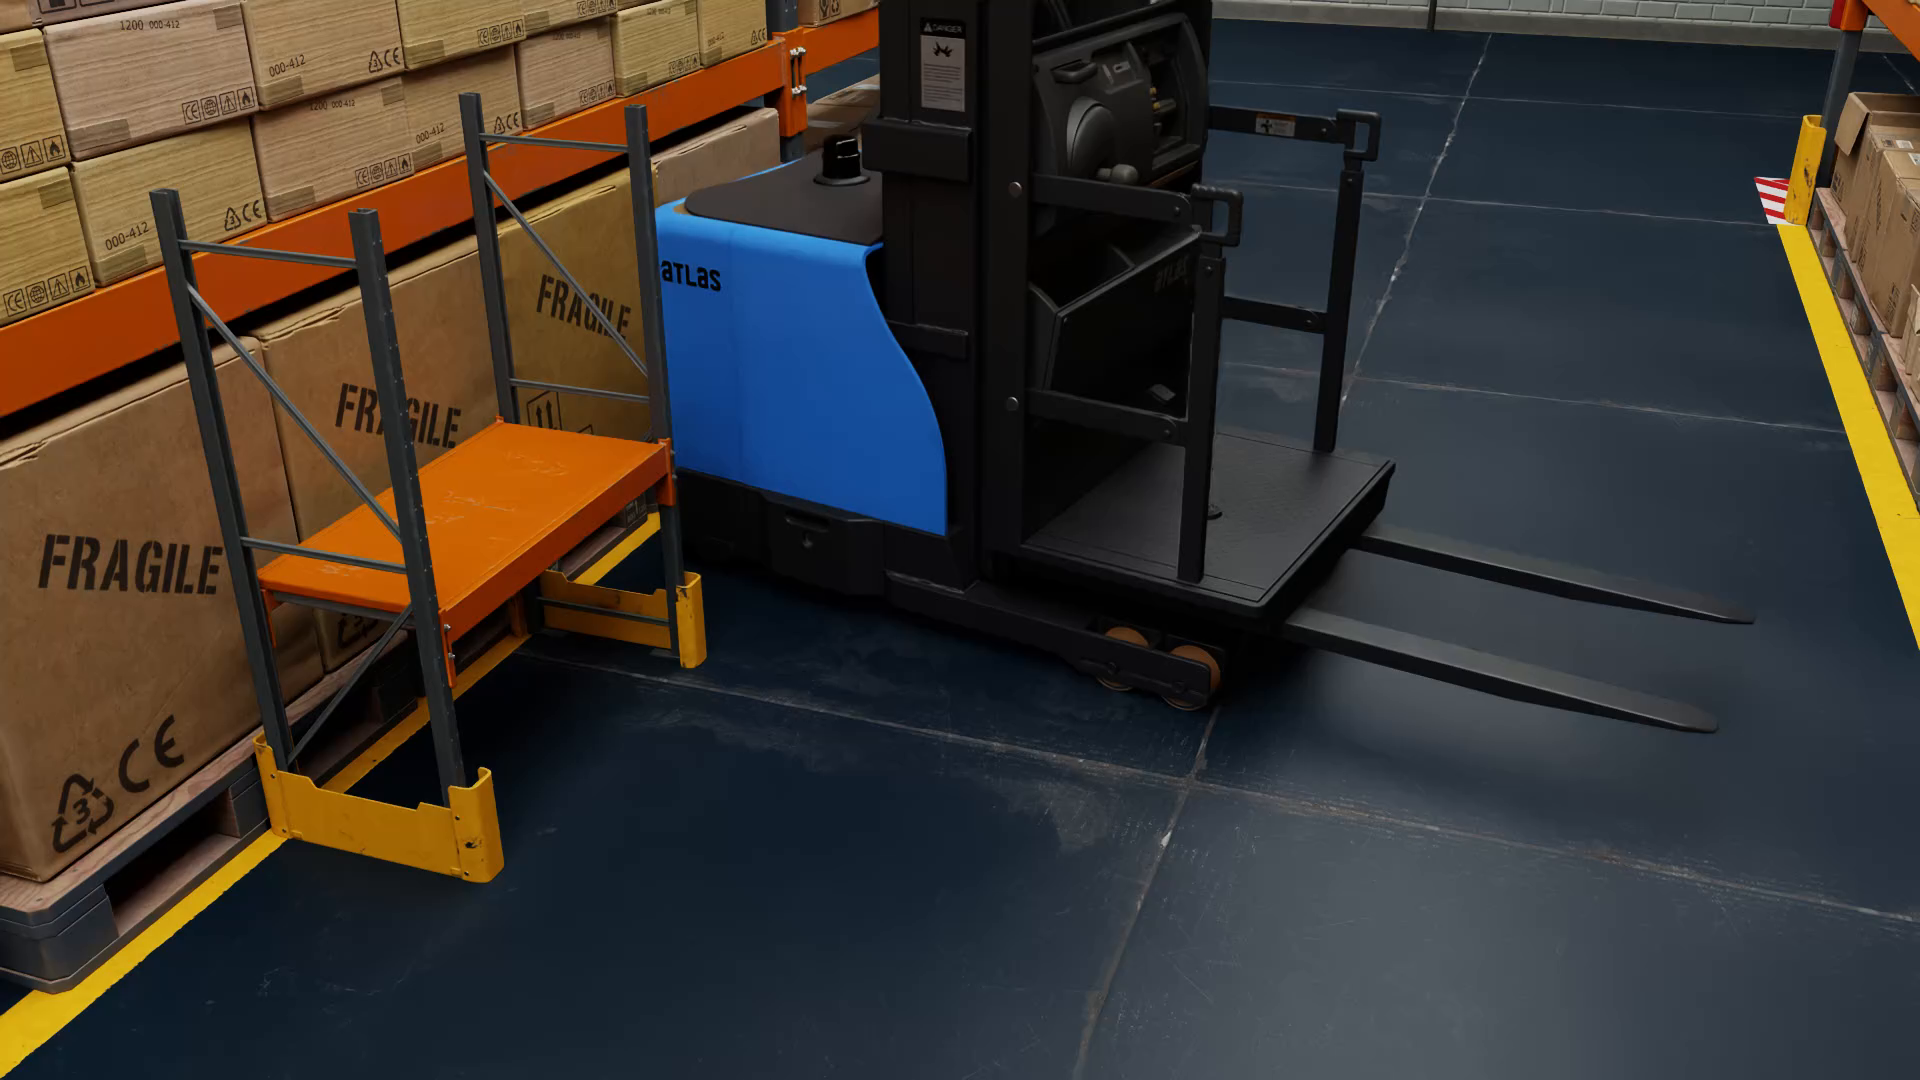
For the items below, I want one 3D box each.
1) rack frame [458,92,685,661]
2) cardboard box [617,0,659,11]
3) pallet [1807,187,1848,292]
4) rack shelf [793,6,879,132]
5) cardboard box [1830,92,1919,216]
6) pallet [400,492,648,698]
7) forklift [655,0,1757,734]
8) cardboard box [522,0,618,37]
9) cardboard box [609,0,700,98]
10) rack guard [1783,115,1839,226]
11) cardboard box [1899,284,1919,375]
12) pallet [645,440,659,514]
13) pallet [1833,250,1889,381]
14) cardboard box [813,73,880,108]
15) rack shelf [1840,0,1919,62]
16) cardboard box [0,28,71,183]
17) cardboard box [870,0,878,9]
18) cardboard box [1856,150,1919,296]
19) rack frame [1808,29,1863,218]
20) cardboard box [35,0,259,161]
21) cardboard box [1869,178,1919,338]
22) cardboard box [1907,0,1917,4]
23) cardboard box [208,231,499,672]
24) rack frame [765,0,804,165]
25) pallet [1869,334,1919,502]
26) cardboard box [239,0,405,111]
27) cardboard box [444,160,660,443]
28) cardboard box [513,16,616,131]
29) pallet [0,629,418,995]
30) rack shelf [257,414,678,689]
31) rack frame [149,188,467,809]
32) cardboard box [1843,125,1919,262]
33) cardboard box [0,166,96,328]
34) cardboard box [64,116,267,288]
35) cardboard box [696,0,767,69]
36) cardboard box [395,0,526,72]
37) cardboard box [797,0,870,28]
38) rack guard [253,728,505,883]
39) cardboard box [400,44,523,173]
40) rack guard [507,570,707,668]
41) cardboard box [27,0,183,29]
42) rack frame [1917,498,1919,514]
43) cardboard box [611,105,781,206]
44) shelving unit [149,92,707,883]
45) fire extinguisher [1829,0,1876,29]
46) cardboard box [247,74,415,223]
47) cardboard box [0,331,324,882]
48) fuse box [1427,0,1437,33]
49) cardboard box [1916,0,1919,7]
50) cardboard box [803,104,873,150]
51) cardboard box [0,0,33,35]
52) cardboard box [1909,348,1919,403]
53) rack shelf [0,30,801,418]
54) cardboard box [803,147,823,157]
[{"bbox_3d":[-0.982,-0.382,4.318,0.500,1.500,0.032,9,27,17],"label":"rack frame"},{"bbox_3d":[-1.158,-1.814,5.153,0.500,0.250,0.500,9,27,19],"label":"cardboard box"},{"bbox_3d":[4.642,-1.391,7.880,1.003,0.211,1.213,9,27,17],"label":"pallet"},{"bbox_3d":[-0.416,-2.577,7.957,1.077,0.370,4.000,9,27,17],"label":"rack shelf"},{"bbox_3d":[4.639,-1.833,7.976,0.797,0.503,0.637,8,27,15],"label":"cardboard box"},{"bbox_3d":[-1.672,0.007,4.994,1.003,0.211,1.213,9,27,17],"label":"pallet"},{"bbox_3d":[0.609,-1.139,4.240,3.031,2.935,1.130,15,29,27],"label":"forklift"},{"bbox_3d":[-1.325,-1.600,4.711,0.500,0.250,0.500,9,27,19],"label":"cardboard box"},{"bbox_3d":[-1.164,-1.582,5.247,0.500,0.250,0.500,8,27,17],"label":"cardboard box"},{"bbox_3d":[4.906,-1.849,8.494,1.175,0.500,0.348,9,27,17],"label":"rack guard"},{"bbox_3d":[3.628,-0.738,5.987,0.396,0.266,0.258,10,27,19],"label":"cardboard box"},{"bbox_3d":[-1.267,-0.496,6.033,1.003,0.211,1.213,9,27,17],"label":"pallet"},{"bbox_3d":[4.234,-0.891,6.848,1.003,0.211,1.213,9,27,17],"label":"pallet"},{"bbox_3d":[-0.172,-2.096,8.595,0.875,0.438,0.875,9,27,19],"label":"cardboard box"},{"bbox_3d":[4.266,-1.859,6.473,1.077,0.370,4.000,9,27,17],"label":"rack shelf"},{"bbox_3d":[-2.011,-0.765,2.987,0.500,0.250,0.500,9,27,17],"label":"cardboard box"},{"bbox_3d":[-0.507,-2.485,6.826,0.500,0.500,0.500,9,27,18],"label":"cardboard box"},{"bbox_3d":[4.047,-1.283,6.844,0.500,0.500,0.500,9,27,18],"label":"cardboard box"},{"bbox_3d":[4.932,-3.005,8.014,1.000,3.000,0.127,9,27,17],"label":"rack frame"},{"bbox_3d":[-1.838,-0.978,3.426,0.500,0.250,0.500,9,27,19],"label":"cardboard box"},{"bbox_3d":[3.972,-1.059,6.381,0.700,0.500,0.500,8,27,15],"label":"cardboard box"},{"bbox_3d":[4.088,-2.274,6.793,0.380,0.149,0.250,8,27,16],"label":"cardboard box"},{"bbox_3d":[-1.804,-0.306,4.396,0.875,0.875,0.875,9,27,18],"label":"cardboard box"},{"bbox_3d":[-1.082,-2.079,6.102,1.000,3.000,0.127,9,27,17],"label":"rack frame"},{"bbox_3d":[3.830,-0.388,5.809,1.003,0.211,1.213,9,27,17],"label":"pallet"},{"bbox_3d":[-1.661,-1.181,3.845,0.500,0.250,0.500,9,27,17],"label":"cardboard box"},{"bbox_3d":[-1.506,-0.673,5.155,0.875,0.875,0.875,10,27,19],"label":"cardboard box"},{"bbox_3d":[-1.350,-1.377,4.824,0.500,0.250,0.500,8,27,16],"label":"cardboard box"},{"bbox_3d":[-2.079,0.507,3.962,1.003,0.211,1.213,9,27,17],"label":"pallet"},{"bbox_3d":[-1.149,-0.011,3.964,0.538,0.185,1.000,9,27,17],"label":"rack shelf"},{"bbox_3d":[-1.315,0.037,3.453,0.500,1.500,0.032,9,27,17],"label":"rack frame"},{"bbox_3d":[4.317,-1.485,7.263,0.700,0.500,0.500,10,28,20],"label":"cardboard box"},{"bbox_3d":[-2.013,-0.533,3.080,0.500,0.250,0.500,8,27,17],"label":"cardboard box"},{"bbox_3d":[-1.858,-0.746,3.521,0.500,0.250,0.500,8,27,16],"label":"cardboard box"},{"bbox_3d":[-0.993,-1.791,5.679,0.500,0.250,0.500,8,27,16],"label":"cardboard box"},{"bbox_3d":[-1.479,-1.387,4.271,0.500,0.250,0.500,9,27,18],"label":"cardboard box"},{"bbox_3d":[-0.678,-2.279,6.401,0.500,0.500,0.500,10,27,19],"label":"cardboard box"},{"bbox_3d":[-1.309,0.591,3.742,0.587,0.250,0.087,9,27,17],"label":"rack guard"},{"bbox_3d":[-1.517,-1.164,4.385,0.500,0.250,0.500,9,27,17],"label":"cardboard box"},{"bbox_3d":[-0.983,0.181,4.589,0.587,0.250,0.087,9,27,17],"label":"rack guard"},{"bbox_3d":[-1.862,-1.303,3.237,0.500,0.500,0.500,9,27,18],"label":"cardboard box"},{"bbox_3d":[3.600,-1.361,4.619,1.000,3.000,0.127,9,27,17],"label":"rack frame"},{"bbox_3d":[-1.212,-1.046,5.924,0.875,0.875,0.875,10,27,19],"label":"cardboard box"},{"bbox_3d":[-1.146,-0.176,3.893,0.587,1.500,1.083,9,27,17],"label":"shelving unit"},{"bbox_3d":[4.545,-2.930,8.375,0.296,0.674,0.183,9,27,17],"label":"fire extinguisher"},{"bbox_3d":[-1.678,-0.961,3.965,0.500,0.250,0.500,10,27,19],"label":"cardboard box"},{"bbox_3d":[-2.104,0.060,3.640,0.875,0.875,0.875,8,27,17],"label":"cardboard box"},{"bbox_3d":[4.036,-5.099,13.818,0.539,1.711,0.414,9,27,17],"label":"fuse box"},{"bbox_3d":[4.019,-2.163,6.564,0.380,0.149,0.250,9,27,19],"label":"cardboard box"},{"bbox_3d":[-0.474,-1.726,7.830,0.875,0.438,0.875,8,27,16],"label":"cardboard box"},{"bbox_3d":[-2.018,-1.098,2.813,0.500,0.500,0.500,8,27,16],"label":"cardboard box"},{"bbox_3d":[3.509,-0.538,5.709,0.380,0.149,0.250,8,27,16],"label":"cardboard box"},{"bbox_3d":[-1.747,-0.934,4.562,1.077,0.370,4.000,9,27,17],"label":"rack shelf"},{"bbox_3d":[-0.771,-1.358,7.070,0.875,0.438,0.875,8,27,17],"label":"cardboard box"}]
